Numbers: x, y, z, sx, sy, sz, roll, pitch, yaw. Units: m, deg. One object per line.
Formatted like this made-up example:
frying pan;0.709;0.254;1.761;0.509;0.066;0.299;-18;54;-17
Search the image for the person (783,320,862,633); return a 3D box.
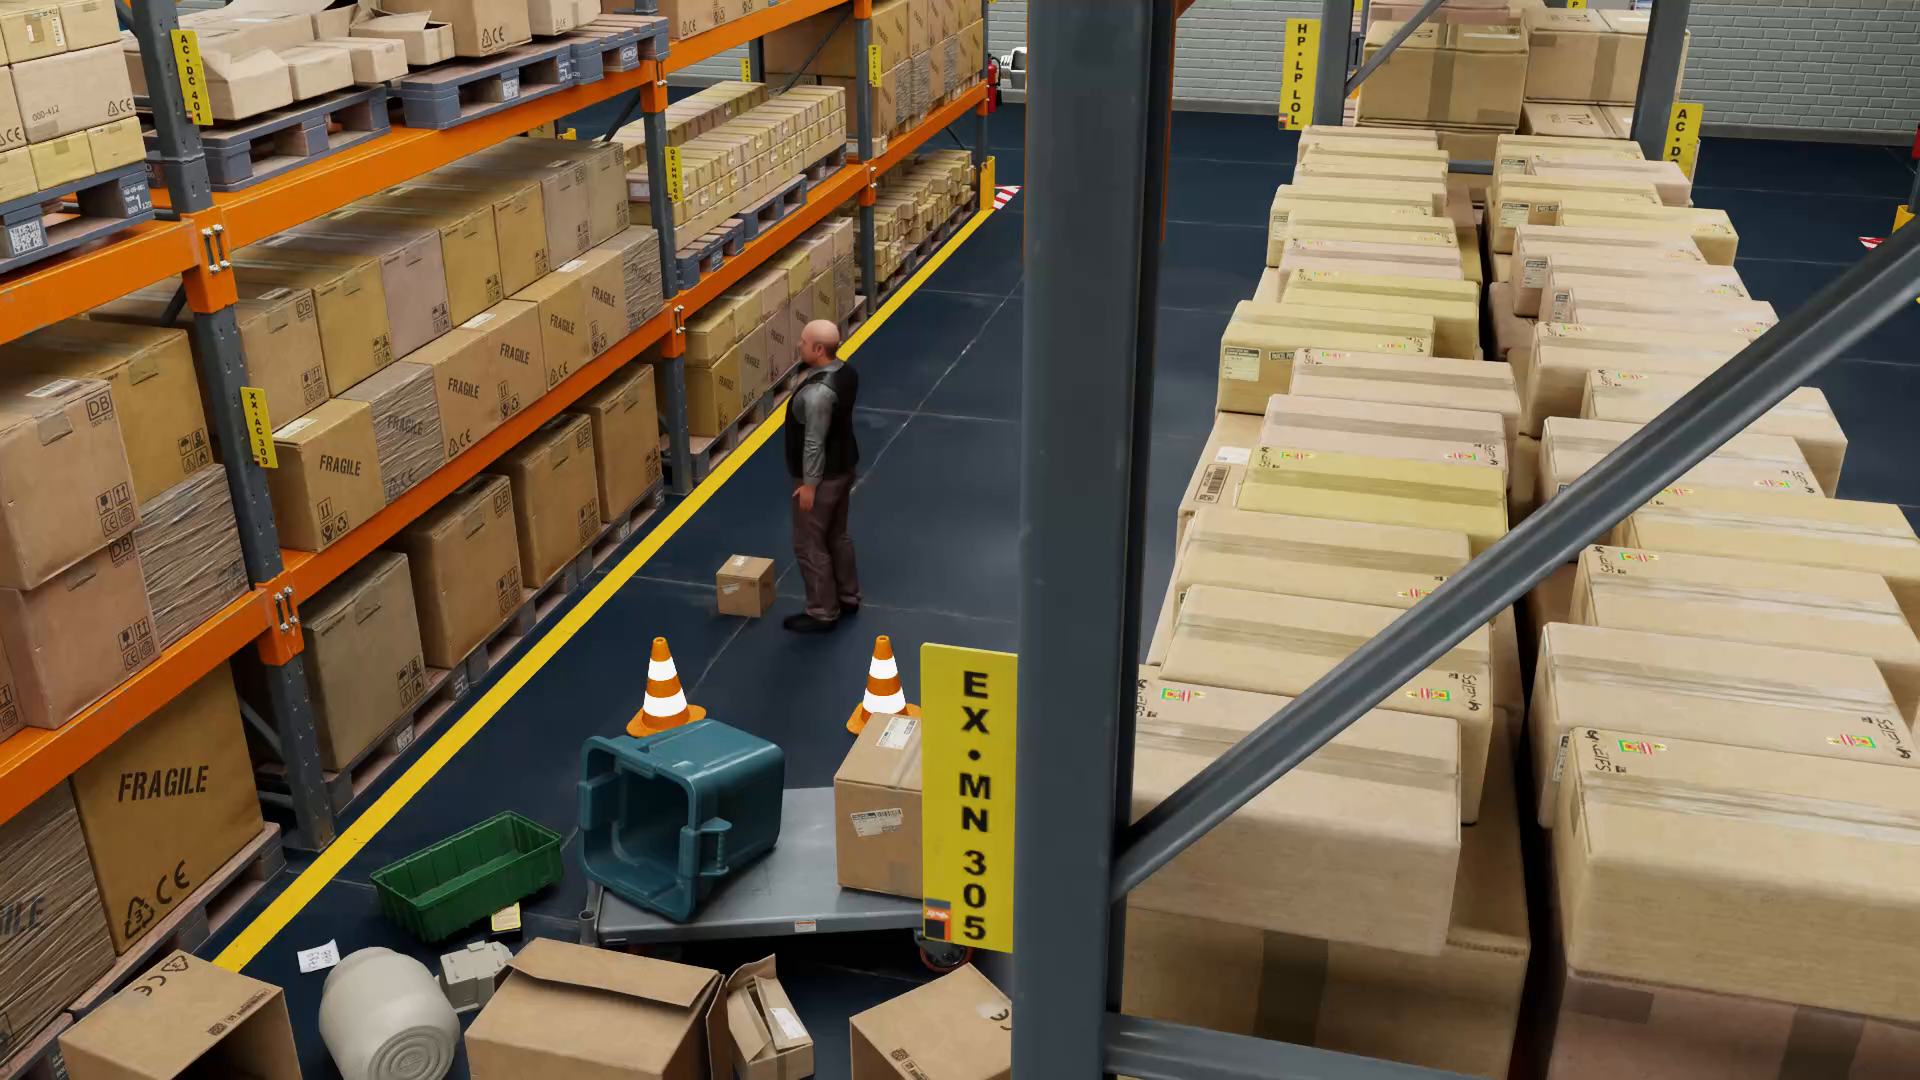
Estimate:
person;-0.745;-0.351;8.886;0.374;1.719;0.538;7;26;14
